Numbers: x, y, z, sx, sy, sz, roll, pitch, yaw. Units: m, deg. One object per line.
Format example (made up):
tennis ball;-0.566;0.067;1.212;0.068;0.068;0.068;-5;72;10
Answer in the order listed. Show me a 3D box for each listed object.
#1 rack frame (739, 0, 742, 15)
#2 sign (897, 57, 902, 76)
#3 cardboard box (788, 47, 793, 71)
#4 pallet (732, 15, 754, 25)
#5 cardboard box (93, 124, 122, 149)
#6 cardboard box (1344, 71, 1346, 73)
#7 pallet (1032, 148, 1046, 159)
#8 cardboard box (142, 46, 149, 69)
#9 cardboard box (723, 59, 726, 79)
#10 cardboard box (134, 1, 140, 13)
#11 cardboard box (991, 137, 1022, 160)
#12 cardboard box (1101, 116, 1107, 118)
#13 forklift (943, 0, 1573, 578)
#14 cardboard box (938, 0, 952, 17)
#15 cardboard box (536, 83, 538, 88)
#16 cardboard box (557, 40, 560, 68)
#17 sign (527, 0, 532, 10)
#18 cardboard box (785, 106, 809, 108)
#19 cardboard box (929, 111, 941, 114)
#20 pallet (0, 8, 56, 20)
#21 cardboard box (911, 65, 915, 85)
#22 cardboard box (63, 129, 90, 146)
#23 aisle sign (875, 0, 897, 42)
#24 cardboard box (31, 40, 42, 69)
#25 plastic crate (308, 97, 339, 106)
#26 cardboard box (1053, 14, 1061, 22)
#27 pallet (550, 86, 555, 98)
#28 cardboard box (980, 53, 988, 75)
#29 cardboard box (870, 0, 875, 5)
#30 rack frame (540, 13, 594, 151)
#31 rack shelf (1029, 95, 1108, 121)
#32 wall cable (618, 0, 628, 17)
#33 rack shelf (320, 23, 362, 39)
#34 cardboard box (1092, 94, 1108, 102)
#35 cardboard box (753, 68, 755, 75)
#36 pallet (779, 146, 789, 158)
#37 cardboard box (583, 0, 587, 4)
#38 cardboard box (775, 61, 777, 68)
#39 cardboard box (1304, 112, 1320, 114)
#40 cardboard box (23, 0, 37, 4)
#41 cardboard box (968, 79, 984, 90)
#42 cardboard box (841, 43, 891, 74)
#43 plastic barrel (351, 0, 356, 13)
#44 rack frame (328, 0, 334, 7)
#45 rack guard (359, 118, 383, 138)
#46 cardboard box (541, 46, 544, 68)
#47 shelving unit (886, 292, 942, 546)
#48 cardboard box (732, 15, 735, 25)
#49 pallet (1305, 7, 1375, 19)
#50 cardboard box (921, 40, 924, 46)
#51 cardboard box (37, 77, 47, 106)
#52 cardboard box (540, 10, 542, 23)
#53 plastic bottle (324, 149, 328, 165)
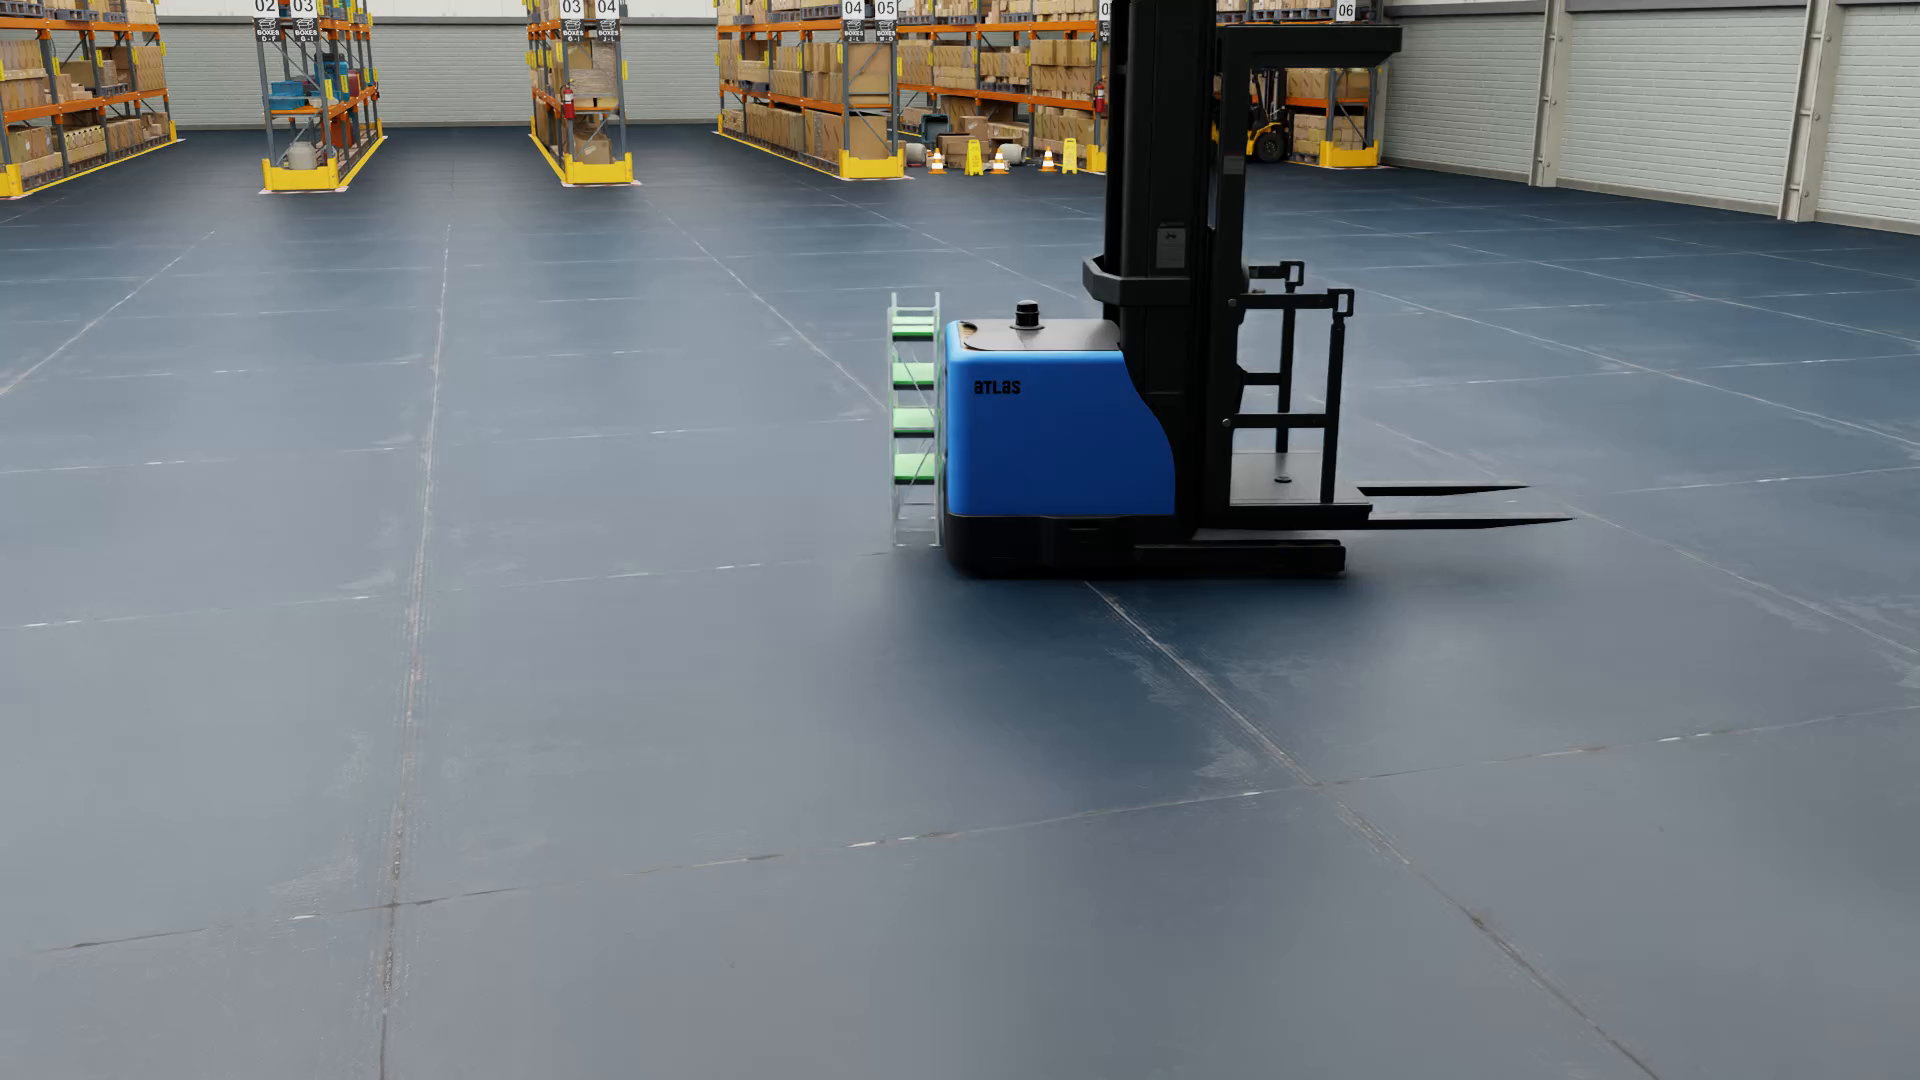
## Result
rack frame;-4.949;-14.397;40.738;1.000;3.000;0.127;-5;17;-15
sign;-1.116;-8.699;30.555;0.100;0.325;0.005;-5;17;-15
cardboard box;-3.312;-10.396;35.935;0.700;0.500;0.500;-5;17;-16
pallet;-4.882;-12.691;40.600;1.213;0.211;1.003;-5;17;-15
cardboard box;-18.172;-8.577;35.373;0.500;0.500;0.500;-5;18;-17
cardboard box;7.879;-9.553;33.740;0.380;0.149;0.250;-5;17;-15
pallet;2.200;-8.212;35.422;1.003;0.211;1.213;-5;17;-15
cardboard box;-19.413;-11.341;39.083;0.500;0.500;0.500;-5;17;-17
cardboard box;-6.019;-12.528;44.255;0.500;0.500;0.500;-5;17;-15
cardboard box;-19.432;-12.413;38.739;0.500;0.250;0.500;-5;17;-15
cardboard box;0.968;-8.130;34.644;0.500;0.500;0.500;7;18;23
cardboard box;2.970;-8.263;33.492;0.500;0.500;0.500;-5;18;-17
forklift;1.439;-1.377;7.942;3.031;2.935;1.130;0;17;-2
cardboard box;-0.254;-13.362;41.603;0.500;0.500;0.500;-5;17;-16
cardboard box;-10.144;-11.097;40.619;0.380;0.149;0.250;-5;17;-15
cardboard box;-7.114;-8.918;30.499;0.500;0.500;0.500;-5;17;-15
sign;-10.279;-12.837;39.724;0.100;0.325;0.005;-5;17;-15
cardboard box;-3.806;-9.990;38.808;0.500;0.250;0.500;-6;18;-18
cardboard box;-0.286;-11.099;43.911;0.875;0.438;0.875;-5;17;-16
pallet;-17.328;-9.752;30.823;0.805;0.209;1.217;-5;18;-17
cardboard box;-1.019;-12.525;44.760;0.500;0.500;0.500;-4;17;-13
cardboard box;-17.371;-7.876;32.534;0.500;0.311;0.500;-4;17;-14
aisle sign;-1.343;-9.453;30.190;0.394;0.787;0.004;-5;17;-15
cardboard box;-16.945;-8.711;29.810;0.700;0.500;0.500;-5;17;-15
plastic crate;-11.619;-8.000;30.327;0.530;0.136;0.437;-5;17;-15
cardboard box;2.101;-10.577;33.673;0.380;0.149;0.250;-5;17;-16
pallet;-8.063;-9.417;34.921;1.003;0.211;1.213;-5;17;-15
cardboard box;0.783;-11.085;38.721;0.500;0.500;0.500;-5;17;-17
cardboard box;-1.437;-9.890;30.481;0.380;0.149;0.250;-5;17;-15
rack frame;-8.646;-10.053;36.705;1.000;3.000;0.127;-5;17;-15
rack shelf;2.531;-8.832;33.892;1.077;0.370;4.000;-5;17;-15
wall cable;-9.085;-18.516;48.860;2.277;5.999;0.120;-5;17;-15
rack shelf;-13.958;-11.307;36.915;1.077;0.370;4.000;-5;17;-15
cardboard box;2.772;-8.590;32.271;0.380;0.149;0.250;-4;17;-13
cardboard box;-4.641;-10.957;38.903;0.380;0.149;0.250;-5;17;-15
pallet;-3.374;-8.521;36.451;1.003;0.211;1.213;-5;17;-15
cardboard box;-6.783;-9.529;29.315;0.380;0.149;0.250;-5;18;-17
cardboard box;-4.218;-11.359;39.725;0.380;0.149;0.250;-5;17;-16
cardboard box;7.500;-8.947;35.336;0.500;0.250;0.500;-5;17;-16
cardboard box;-17.233;-9.901;30.517;0.500;0.250;0.500;-3;17;-9
cardboard box;0.494;-10.884;39.732;0.500;0.250;0.500;-5;18;-17
cardboard box;-1.716;-8.899;30.726;0.875;0.550;0.550;-5;17;-15
plastic barrel;-14.062;-12.259;37.779;0.600;0.588;0.600;0;17;0
rack frame;-12.309;-11.428;30.855;1.000;3.000;0.127;-5;17;-15
rack guard;-15.626;-10.683;43.147;1.175;0.500;0.348;-5;17;-15
cardboard box;-9.562;-11.512;39.644;0.797;0.503;0.637;-5;17;-17
shelving unit;-0.224;-0.615;8.412;0.258;1.200;0.503;0;17;0
cardboard box;-5.469;-13.142;42.035;0.500;0.250;0.500;-5;17;-15
pallet;7.683;-10.609;33.496;1.003;0.211;1.213;-5;17;-15
cardboard box;-0.825;-13.127;43.898;0.380;0.149;0.250;-5;17;-16
cardboard box;-16.945;-8.090;29.996;0.700;0.500;0.500;-5;17;-17
cardboard box;-8.762;-11.268;35.795;0.500;0.250;0.500;-4;17;-14
plastic bottle;-11.775;-7.113;30.875;0.061;0.283;0.133;-5;17;-15
